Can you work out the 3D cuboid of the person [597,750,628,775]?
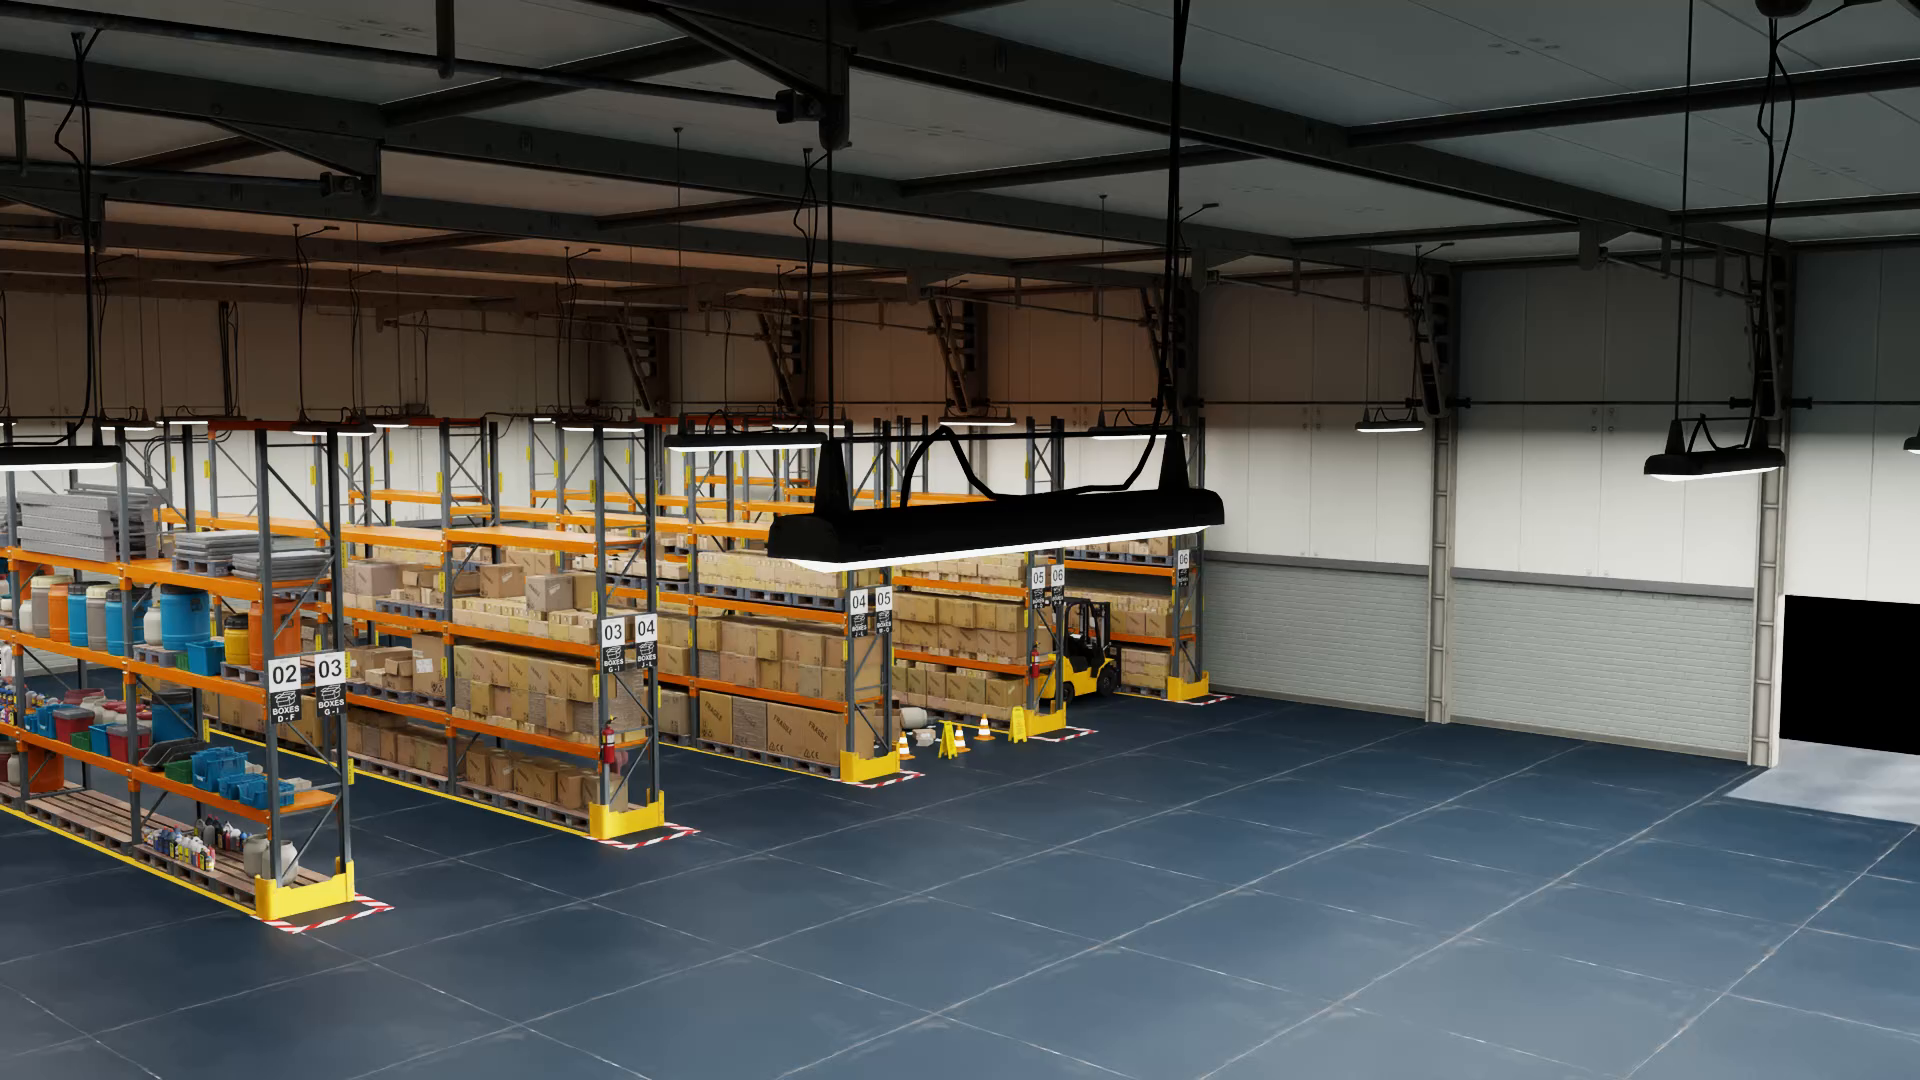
[{"bbox_3d":[-5.692,3.261,27.144,0.639,1.653,0.535,2,5,27],"label":"person"}]

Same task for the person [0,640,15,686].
[{"bbox_3d":[-18.907,2.727,32.980,0.518,1.797,0.685,1,5,15],"label":"person"}]
